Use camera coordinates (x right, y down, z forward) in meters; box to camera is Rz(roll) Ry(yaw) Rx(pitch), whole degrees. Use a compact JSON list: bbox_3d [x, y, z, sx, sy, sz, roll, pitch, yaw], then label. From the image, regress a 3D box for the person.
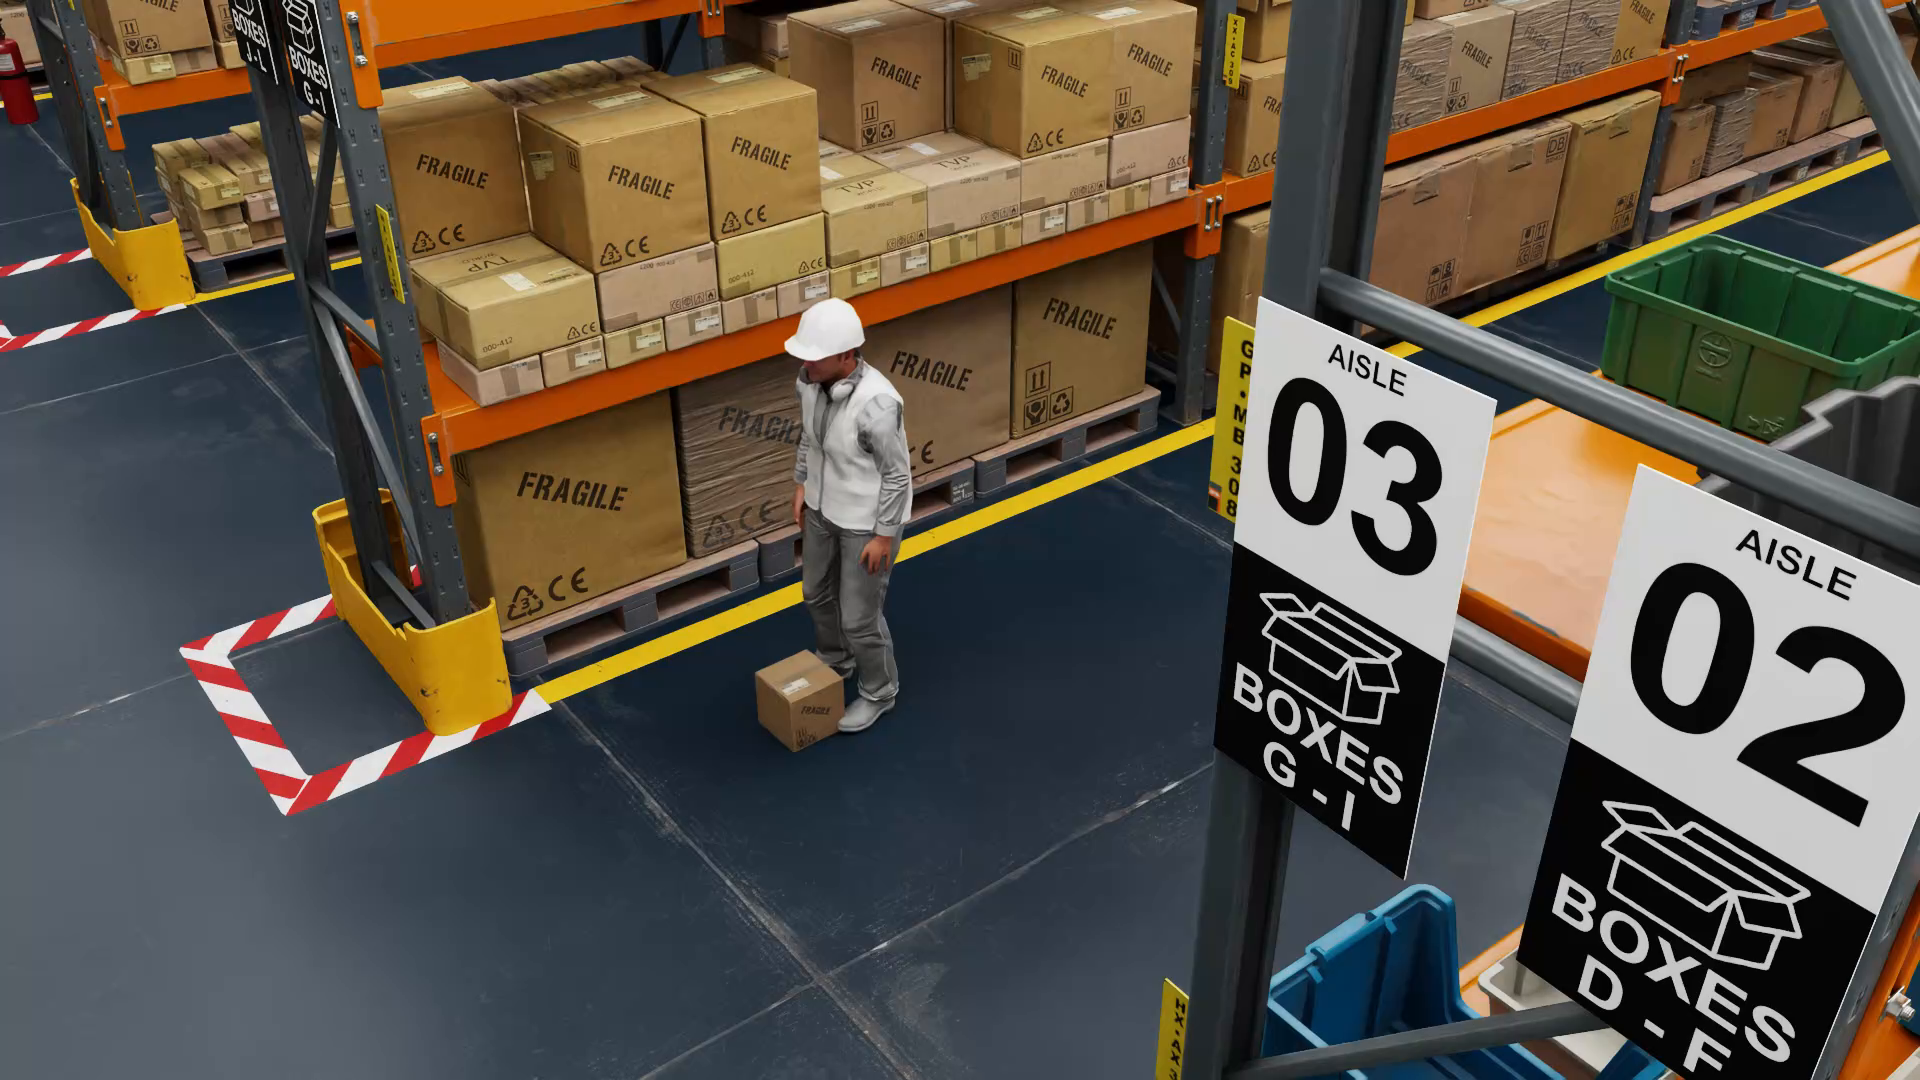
[{"bbox_3d":[-0.421,-0.099,6.268,0.457,1.773,0.594,-25,40,-34],"label":"person"}]
